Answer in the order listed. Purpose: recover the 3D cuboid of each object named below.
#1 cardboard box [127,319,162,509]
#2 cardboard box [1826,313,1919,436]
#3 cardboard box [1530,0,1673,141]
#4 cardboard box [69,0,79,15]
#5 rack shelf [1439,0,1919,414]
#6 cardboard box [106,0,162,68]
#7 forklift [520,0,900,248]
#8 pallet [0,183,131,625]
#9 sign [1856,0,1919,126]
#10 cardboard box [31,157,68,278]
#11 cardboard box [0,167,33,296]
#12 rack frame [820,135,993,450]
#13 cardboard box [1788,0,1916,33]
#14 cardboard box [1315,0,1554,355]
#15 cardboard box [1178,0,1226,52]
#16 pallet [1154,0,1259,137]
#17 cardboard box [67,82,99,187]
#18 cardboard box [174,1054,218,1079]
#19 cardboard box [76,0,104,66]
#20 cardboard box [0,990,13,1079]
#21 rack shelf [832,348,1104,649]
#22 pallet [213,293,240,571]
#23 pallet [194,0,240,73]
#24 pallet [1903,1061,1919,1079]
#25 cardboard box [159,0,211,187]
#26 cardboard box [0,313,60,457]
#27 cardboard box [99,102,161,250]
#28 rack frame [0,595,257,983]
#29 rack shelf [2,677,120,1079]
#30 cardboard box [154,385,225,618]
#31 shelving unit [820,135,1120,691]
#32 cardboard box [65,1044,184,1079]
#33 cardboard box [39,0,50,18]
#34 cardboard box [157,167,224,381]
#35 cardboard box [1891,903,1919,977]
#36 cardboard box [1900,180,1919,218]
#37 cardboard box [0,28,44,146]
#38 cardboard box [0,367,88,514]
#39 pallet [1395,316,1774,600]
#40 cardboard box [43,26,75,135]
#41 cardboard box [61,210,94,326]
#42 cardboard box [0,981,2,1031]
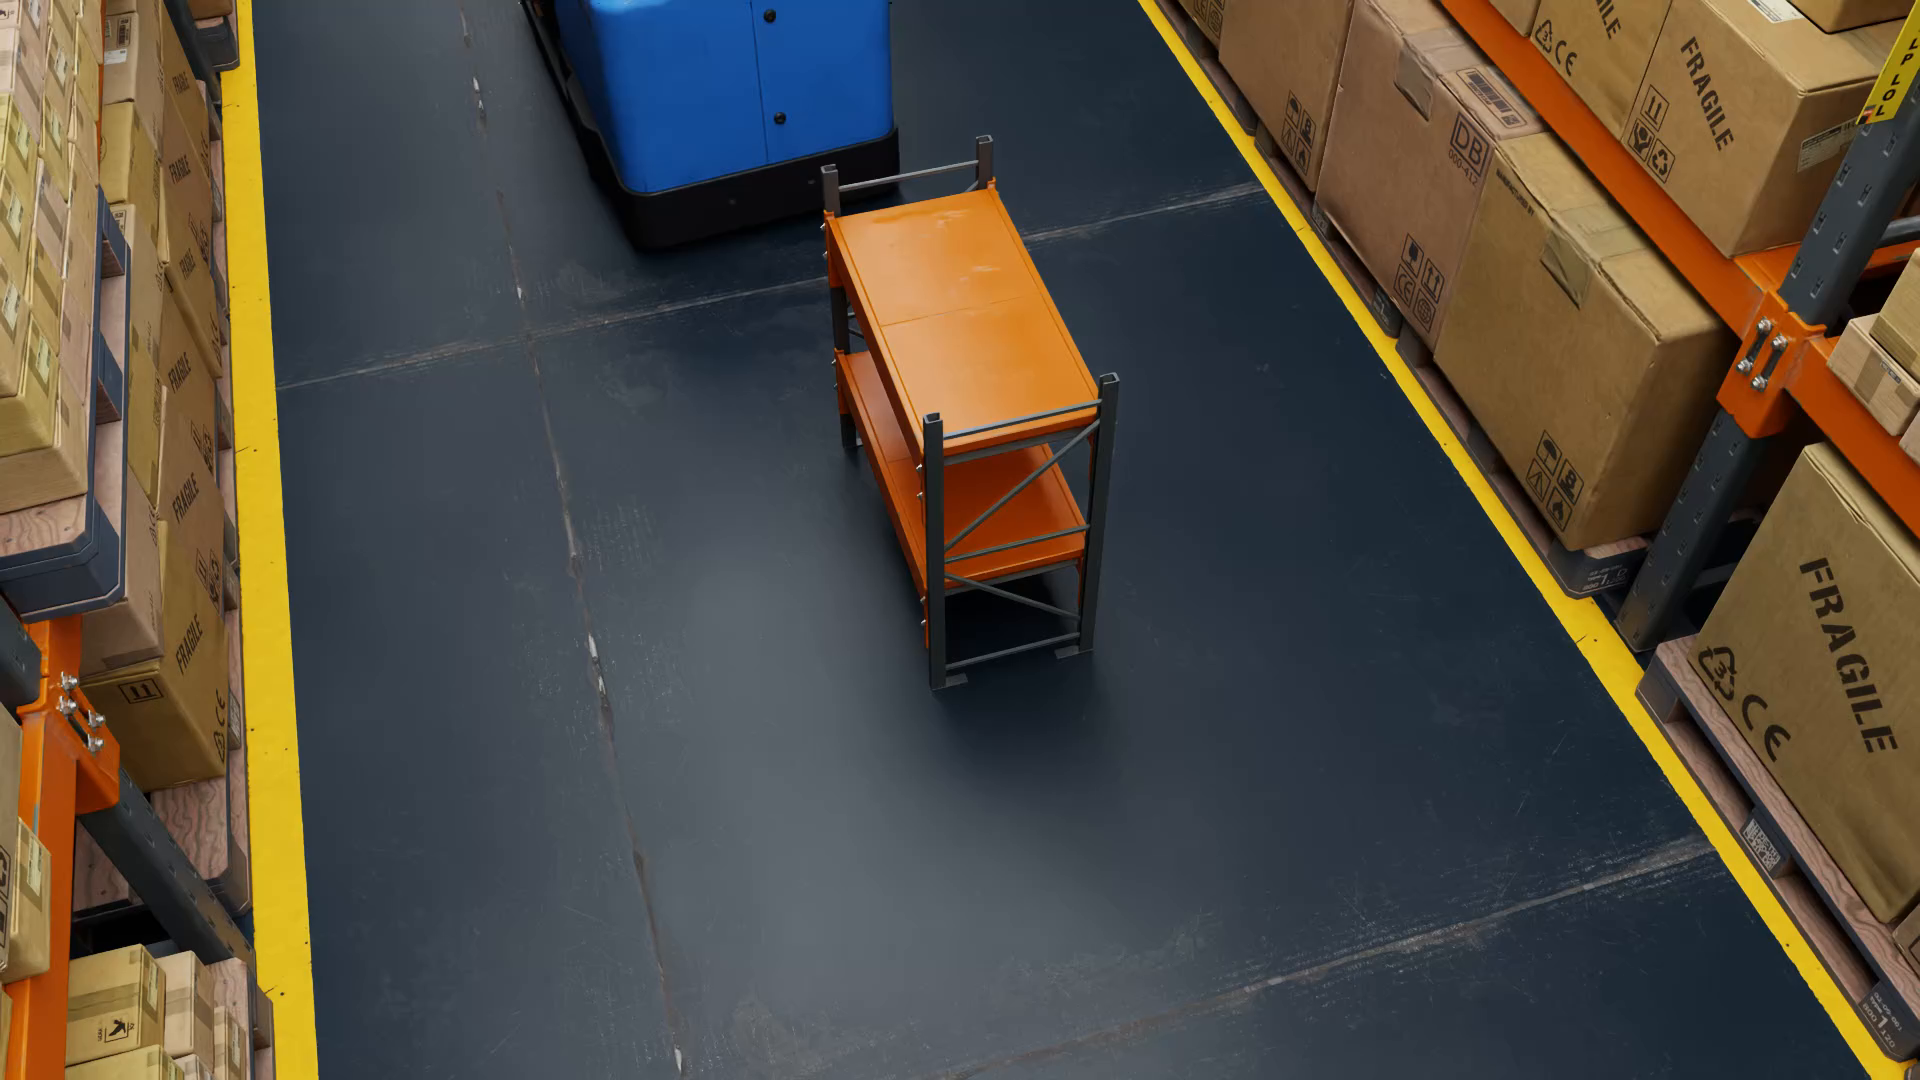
[{"bbox_3d":[-2.424,-0.292,4.404,0.500,0.250,0.500,-12,51,-10],"label":"cardboard box"},{"bbox_3d":[2.239,-0.409,3.797,0.380,0.149,0.250,-13,51,-11],"label":"cardboard box"},{"bbox_3d":[1.931,-1.456,4.450,0.500,0.500,0.500,-12,51,-10],"label":"cardboard box"},{"bbox_3d":[-2.440,-1.417,4.178,0.380,0.149,0.250,-14,51,-12],"label":"cardboard box"},{"bbox_3d":[1.878,-2.010,5.453,1.077,0.370,4.000,-13,51,-11],"label":"rack shelf"},{"bbox_3d":[-3.029,-1.786,5.663,0.500,0.250,0.500,-14,51,-12],"label":"cardboard box"},{"bbox_3d":[-1.247,-3.158,5.995,1.130,2.935,3.031,-17,52,-14],"label":"forklift"},{"bbox_3d":[-2.385,-0.262,3.635,1.003,0.211,1.213,-13,51,-11],"label":"pallet"},{"bbox_3d":[1.954,-0.999,3.425,0.100,0.325,0.005,-13,51,-11],"label":"sign"},{"bbox_3d":[-2.131,-0.652,3.533,0.380,0.149,0.250,-12,51,-10],"label":"cardboard box"},{"bbox_3d":[-2.064,-0.573,3.272,0.380,0.149,0.250,-12,51,-10],"label":"cardboard box"},{"bbox_3d":[-0.148,-0.729,5.129,0.500,1.125,0.032,-13,51,-11],"label":"rack frame"},{"bbox_3d":[2.273,-1.601,3.916,0.797,0.503,0.637,-15,51,-12],"label":"cardboard box"},{"bbox_3d":[1.996,-1.347,5.538,1.225,0.875,0.875,-15,51,-12],"label":"cardboard box"},{"bbox_3d":[1.471,-2.644,6.632,1.225,0.875,0.875,-15,52,-13],"label":"cardboard box"},{"bbox_3d":[1.448,-2.211,6.976,1.003,0.211,1.213,-13,51,-11],"label":"pallet"},{"bbox_3d":[-2.282,-0.933,3.965,0.380,0.149,0.250,-15,52,-13],"label":"cardboard box"},{"bbox_3d":[-1.810,1.307,3.581,0.380,0.149,0.250,-16,52,-13],"label":"cardboard box"},{"bbox_3d":[-2.438,-1.316,4.288,0.380,0.149,0.250,-15,52,-13],"label":"cardboard box"},{"bbox_3d":[-1.788,0.876,2.714,0.380,0.149,0.250,-11,51,-10],"label":"cardboard box"},{"bbox_3d":[0.002,-0.200,5.003,0.538,0.278,1.000,-13,51,-11],"label":"rack shelf"},{"bbox_3d":[-2.894,-0.295,5.361,1.003,0.211,1.213,-13,51,-11],"label":"pallet"},{"bbox_3d":[-3.642,-2.349,7.092,1.003,0.211,1.213,-13,51,-11],"label":"pallet"},{"bbox_3d":[2.984,1.584,3.777,1.003,0.211,1.213,-13,51,-11],"label":"pallet"},{"bbox_3d":[-3.037,-1.563,5.966,0.500,0.500,0.500,-14,51,-11],"label":"cardboard box"},{"bbox_3d":[-1.975,-0.275,3.215,0.380,0.149,0.250,-13,51,-10],"label":"cardboard box"},{"bbox_3d":[-2.733,-1.045,5.039,0.500,0.250,0.500,-12,51,-10],"label":"cardboard box"},{"bbox_3d":[-2.298,0.267,3.063,1.000,3.000,0.127,-13,51,-11],"label":"rack frame"},{"bbox_3d":[-1.707,1.959,2.107,1.077,0.370,4.000,-13,51,-11],"label":"rack shelf"},{"bbox_3d":[-2.422,-0.049,4.689,0.500,0.500,0.500,-11,51,-9],"label":"cardboard box"},{"bbox_3d":[0.002,-0.358,4.816,0.538,1.125,1.048,-13,51,-11],"label":"shelving unit"},{"bbox_3d":[-1.831,1.237,3.446,0.380,0.149,0.250,-13,51,-11],"label":"cardboard box"},{"bbox_3d":[-2.359,-1.315,3.897,0.380,0.149,0.250,-12,51,-10],"label":"cardboard box"},{"bbox_3d":[-2.715,-0.800,5.323,0.500,0.500,0.500,-15,52,-13],"label":"cardboard box"},{"bbox_3d":[2.855,0.926,3.622,0.875,0.875,0.875,-13,51,-11],"label":"cardboard box"},{"bbox_3d":[2.572,-1.206,4.239,0.500,0.500,0.500,-13,51,-11],"label":"cardboard box"},{"bbox_3d":[-2.209,-0.944,3.584,0.380,0.149,0.250,-14,51,-11],"label":"cardboard box"},{"bbox_3d":[-1.975,-0.179,3.329,0.380,0.149,0.250,-16,52,-13],"label":"cardboard box"},{"bbox_3d":[2.170,-0.429,5.473,1.003,0.211,1.213,-13,51,-11],"label":"pallet"},{"bbox_3d":[-2.290,-1.039,3.859,0.380,0.149,0.250,-11,51,-10],"label":"cardboard box"},{"bbox_3d":[-2.133,-0.564,3.653,0.380,0.149,0.250,-13,51,-11],"label":"cardboard box"},{"bbox_3d":[-1.733,0.808,2.347,0.500,0.500,0.500,-15,51,-12],"label":"cardboard box"}]
